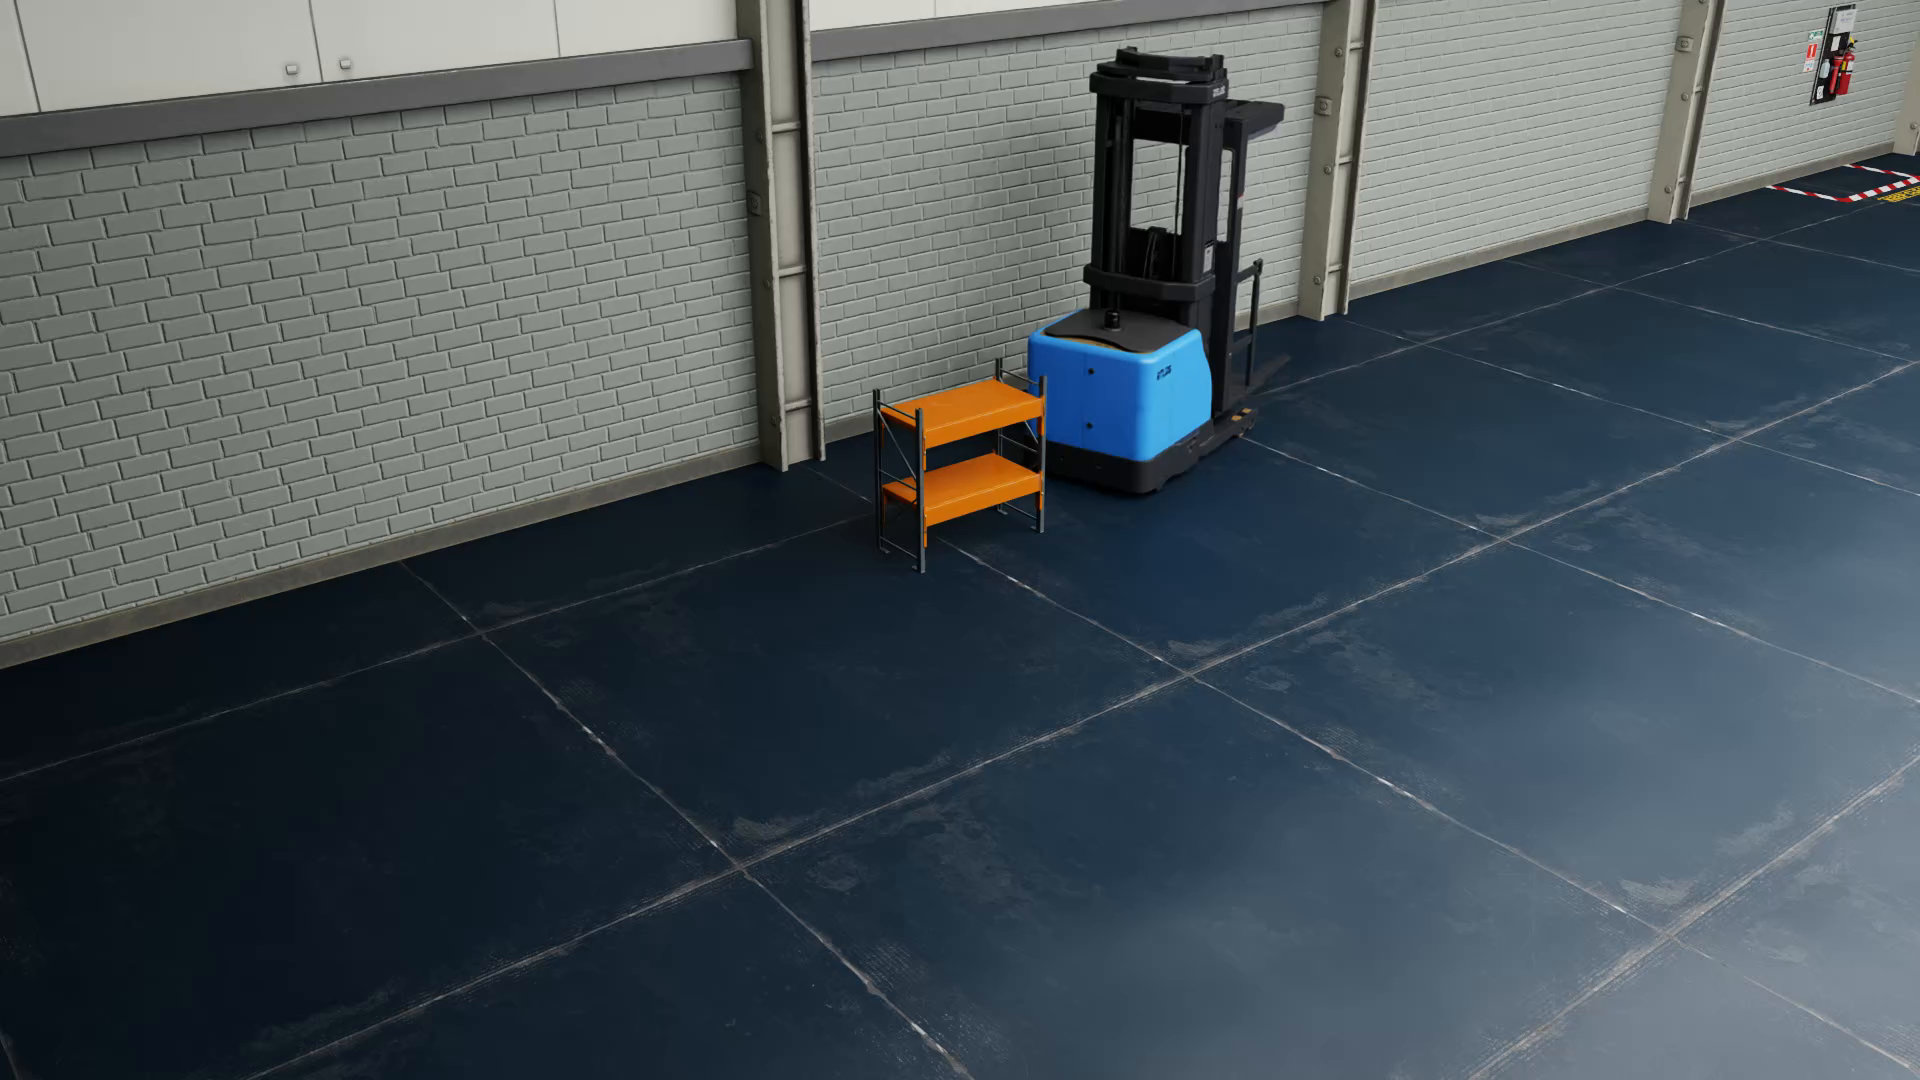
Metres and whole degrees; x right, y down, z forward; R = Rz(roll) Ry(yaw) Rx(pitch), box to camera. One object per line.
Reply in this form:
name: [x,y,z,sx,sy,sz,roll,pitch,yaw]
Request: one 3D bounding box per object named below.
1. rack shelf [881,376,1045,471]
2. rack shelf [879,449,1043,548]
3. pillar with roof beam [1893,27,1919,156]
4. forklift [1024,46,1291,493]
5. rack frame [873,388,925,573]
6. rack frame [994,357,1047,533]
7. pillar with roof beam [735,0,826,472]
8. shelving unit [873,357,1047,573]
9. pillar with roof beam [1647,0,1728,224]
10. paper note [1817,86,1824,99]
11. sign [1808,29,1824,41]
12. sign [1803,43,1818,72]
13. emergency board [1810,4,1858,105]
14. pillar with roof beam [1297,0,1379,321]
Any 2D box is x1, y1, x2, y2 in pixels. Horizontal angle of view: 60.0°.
rack shelf: [0.005,-0.777,10.894,1.000,0.278,0.538,-18,31,-34]
rack shelf: [0.005,-0.290,11.120,1.000,0.278,0.538,-18,31,-34]
pillar with roof beam: [15.561,-7.940,17.668,0.400,9.000,9.100,-18,31,-34]
forklift: [1.698,-2.233,12.580,1.130,2.935,3.031,15,29,30]
rack frame: [-0.395,-0.380,10.732,0.032,1.125,0.500,-18,31,-34]
rack frame: [0.405,-0.644,11.302,0.032,1.125,0.500,-18,31,-34]
pillar with roof beam: [1.396,-3.264,7.593,0.400,9.000,9.100,-18,31,-34]
shelving unit: [0.005,-0.512,11.017,1.048,1.125,0.538,-18,31,-34]
pillar with roof beam: [10.839,-6.381,14.310,0.400,9.000,9.100,-18,31,-34]
paper note: [10.754,-5.593,20.783,0.142,0.148,0.016,-18,31,-34]
sign: [10.446,-6.161,20.289,0.331,0.109,0.001,-18,31,-34]
sign: [10.437,-5.922,20.404,0.234,0.329,0.001,-18,31,-34]
emergency board: [10.936,-6.015,20.648,0.643,1.169,0.194,-18,31,-34]
pillar with roof beam: [6.118,-4.822,10.951,0.400,9.000,9.100,-18,31,-34]
